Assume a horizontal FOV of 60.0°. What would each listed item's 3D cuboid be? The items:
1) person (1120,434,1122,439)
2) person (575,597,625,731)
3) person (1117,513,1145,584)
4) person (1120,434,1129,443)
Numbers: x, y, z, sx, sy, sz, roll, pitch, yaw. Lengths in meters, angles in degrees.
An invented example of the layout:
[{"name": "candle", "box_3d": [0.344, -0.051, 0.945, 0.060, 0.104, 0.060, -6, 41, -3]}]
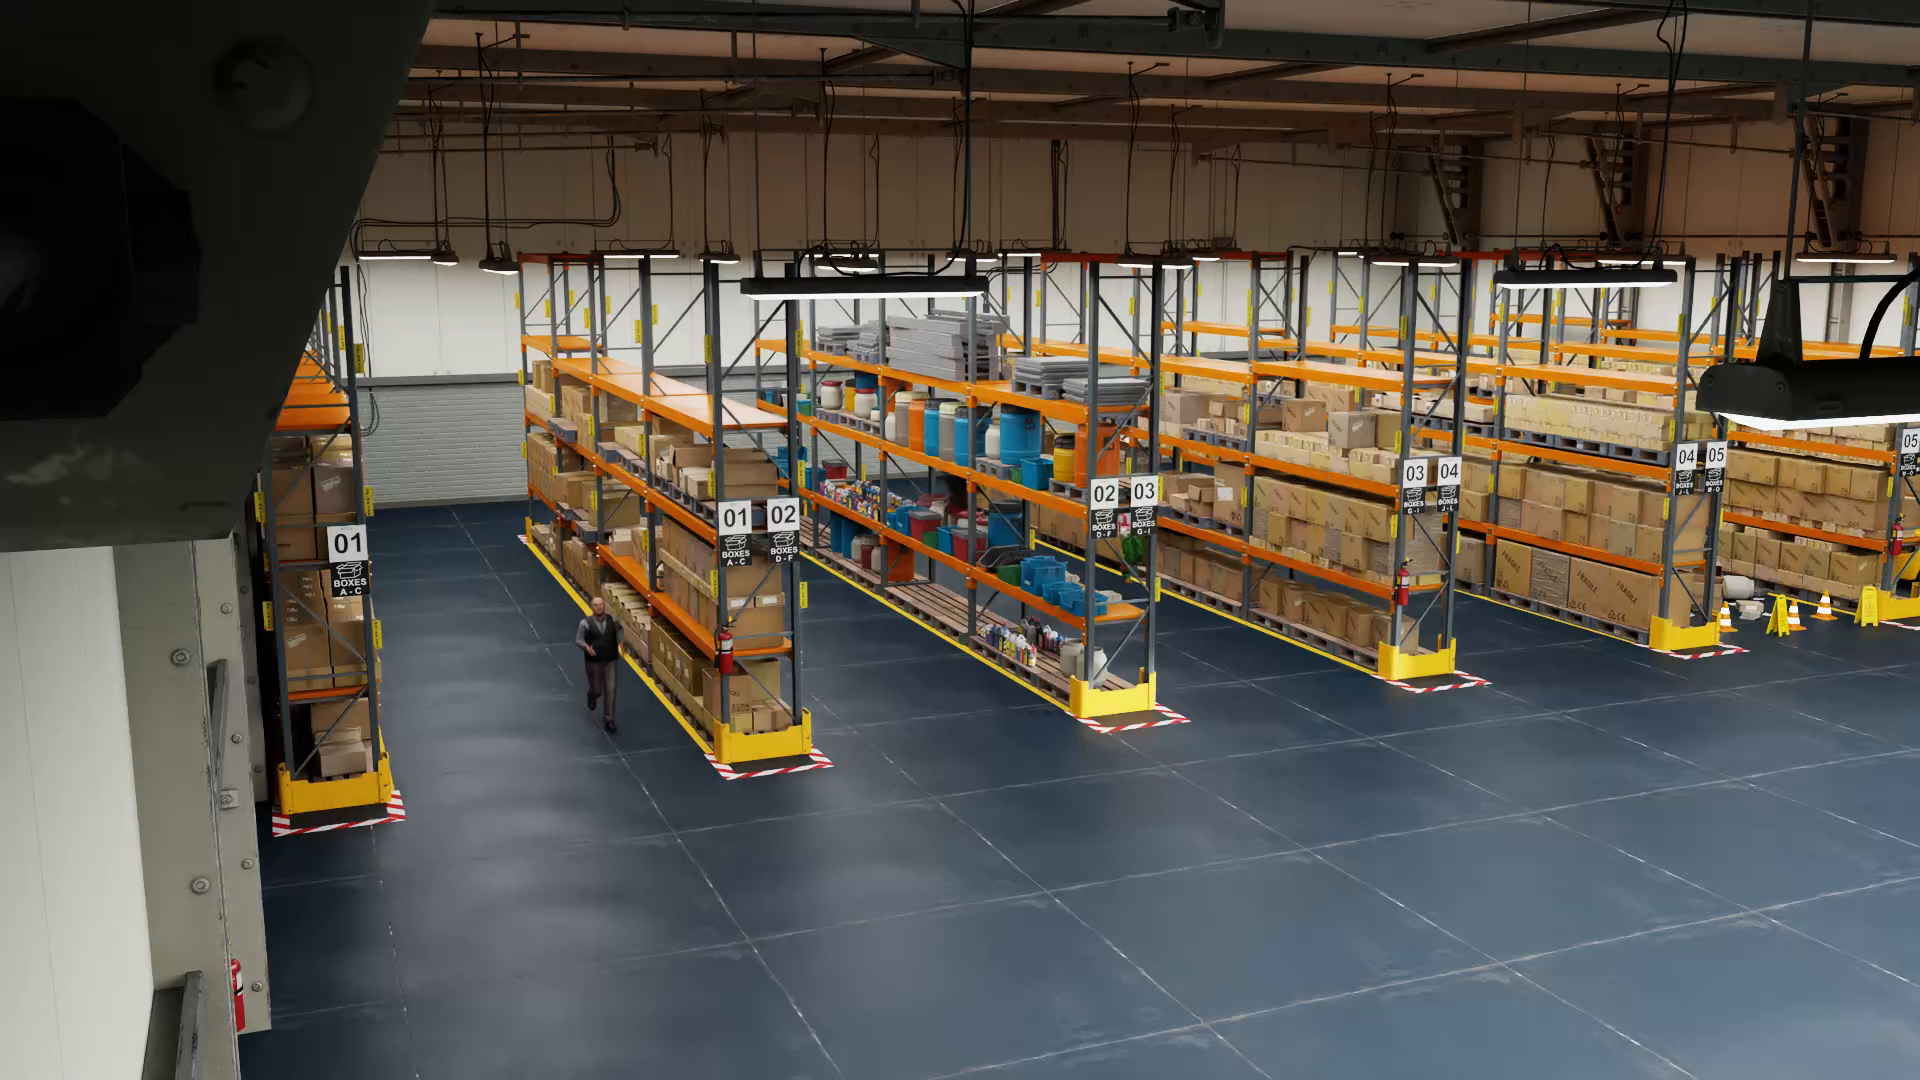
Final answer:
[{"name": "person", "box_3d": [3.643, -1.775, 39.711, 0.784, 1.700, 0.986, 0, 10, 0]}, {"name": "person", "box_3d": [-4.661, 1.581, 21.676, 0.676, 1.689, 0.971, -4, 11, -22]}, {"name": "person", "box_3d": [2.984, -0.100, 29.130, 0.661, 1.757, 0.504, -4, 11, -20]}, {"name": "person", "box_3d": [4.043, -1.953, 41.122, 0.599, 1.679, 0.811, -9, 14, -40]}]
